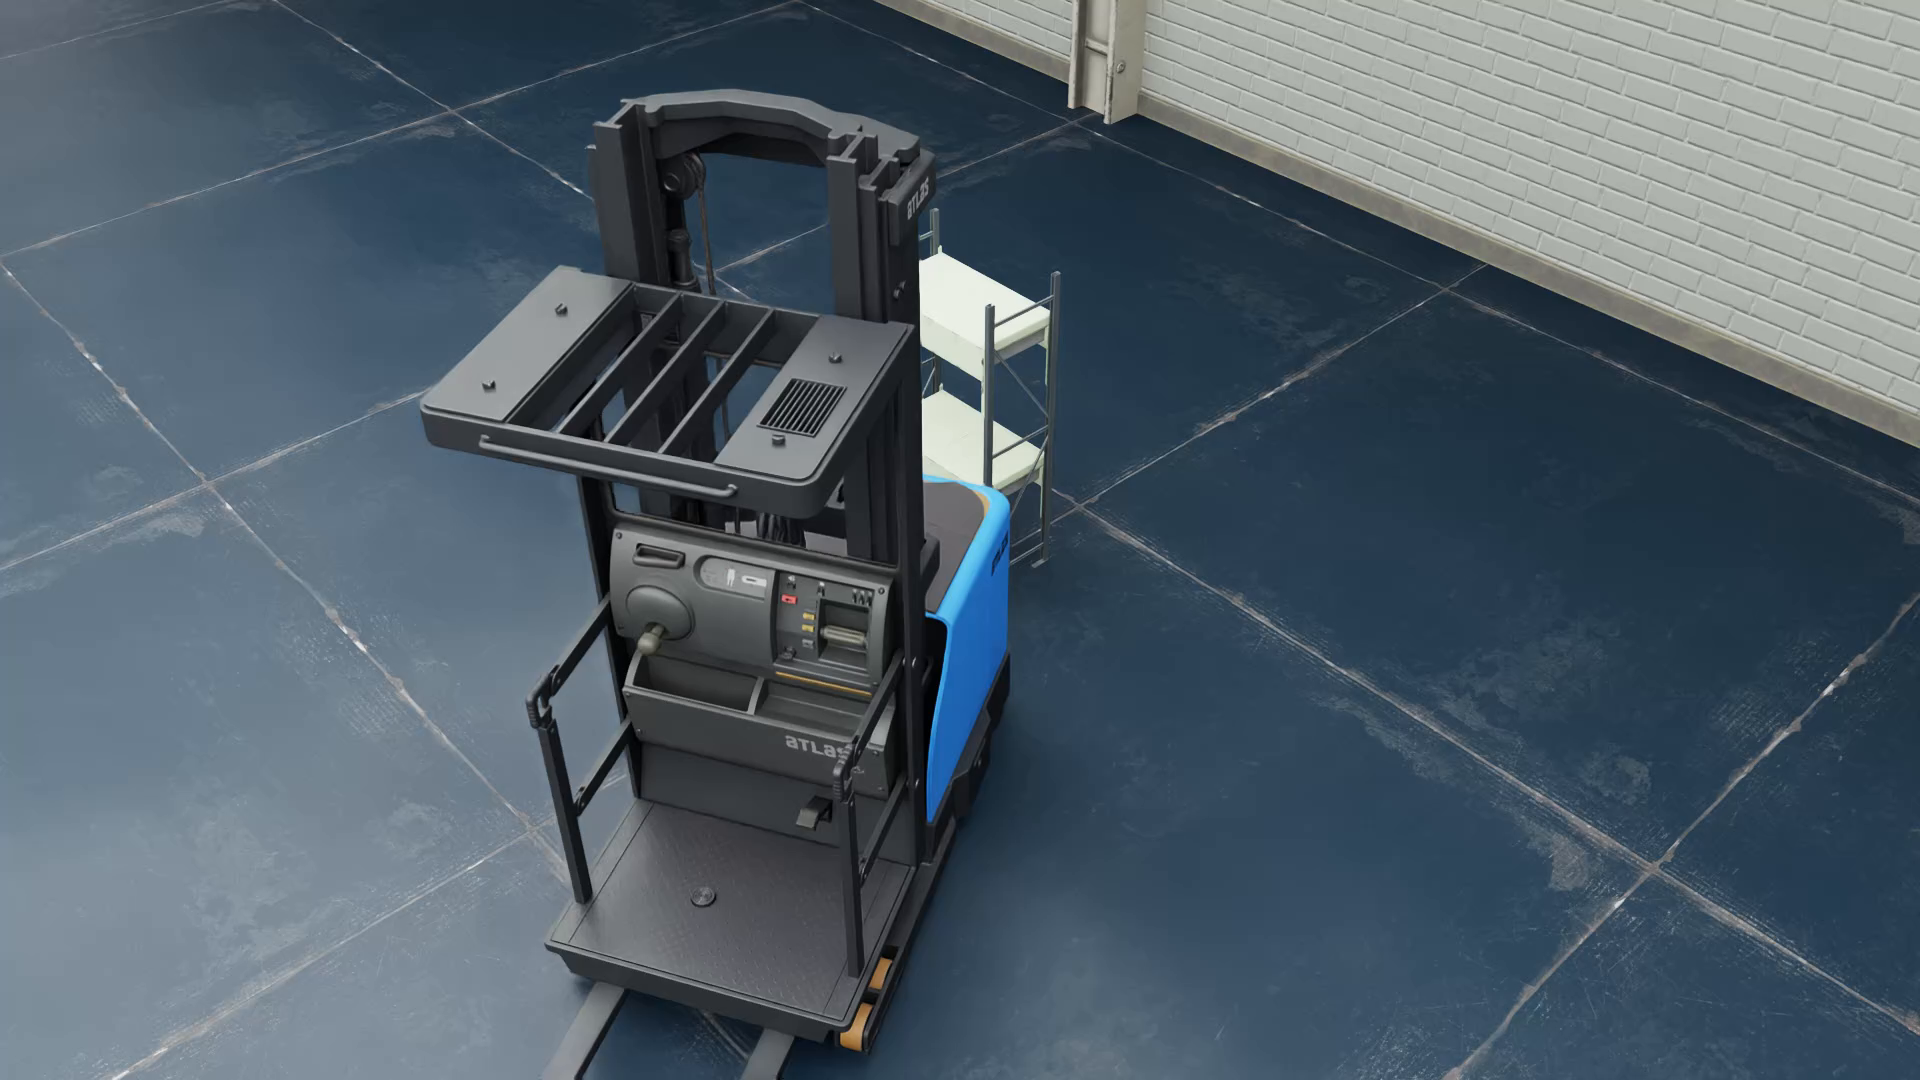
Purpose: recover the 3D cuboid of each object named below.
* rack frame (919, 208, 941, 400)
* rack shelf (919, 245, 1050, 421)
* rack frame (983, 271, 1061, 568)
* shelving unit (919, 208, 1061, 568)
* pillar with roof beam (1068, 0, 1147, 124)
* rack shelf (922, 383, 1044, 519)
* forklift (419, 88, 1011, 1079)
[{"bbox_3d":[-0.243,-0.750,7.485,0.400,1.500,0.023,-30,48,-32],"label":"rack frame"},{"bbox_3d":[0.005,-0.884,7.030,0.431,0.370,0.720,-30,48,-32],"label":"rack shelf"},{"bbox_3d":[0.252,-0.411,7.065,0.400,1.500,0.023,-30,48,-32],"label":"rack frame"},{"bbox_3d":[0.005,-0.580,7.275,0.431,1.500,0.755,-30,48,-32],"label":"shelving unit"},{"bbox_3d":[-2.186,-4.631,6.322,9.100,9.000,0.400,-30,48,-32],"label":"pillar with roof beam"},{"bbox_3d":[0.005,-0.327,7.480,0.431,0.370,0.720,-30,48,-32],"label":"rack shelf"},{"bbox_3d":[-0.729,0.295,5.053,1.130,2.935,3.031,11,40,14],"label":"forklift"}]
